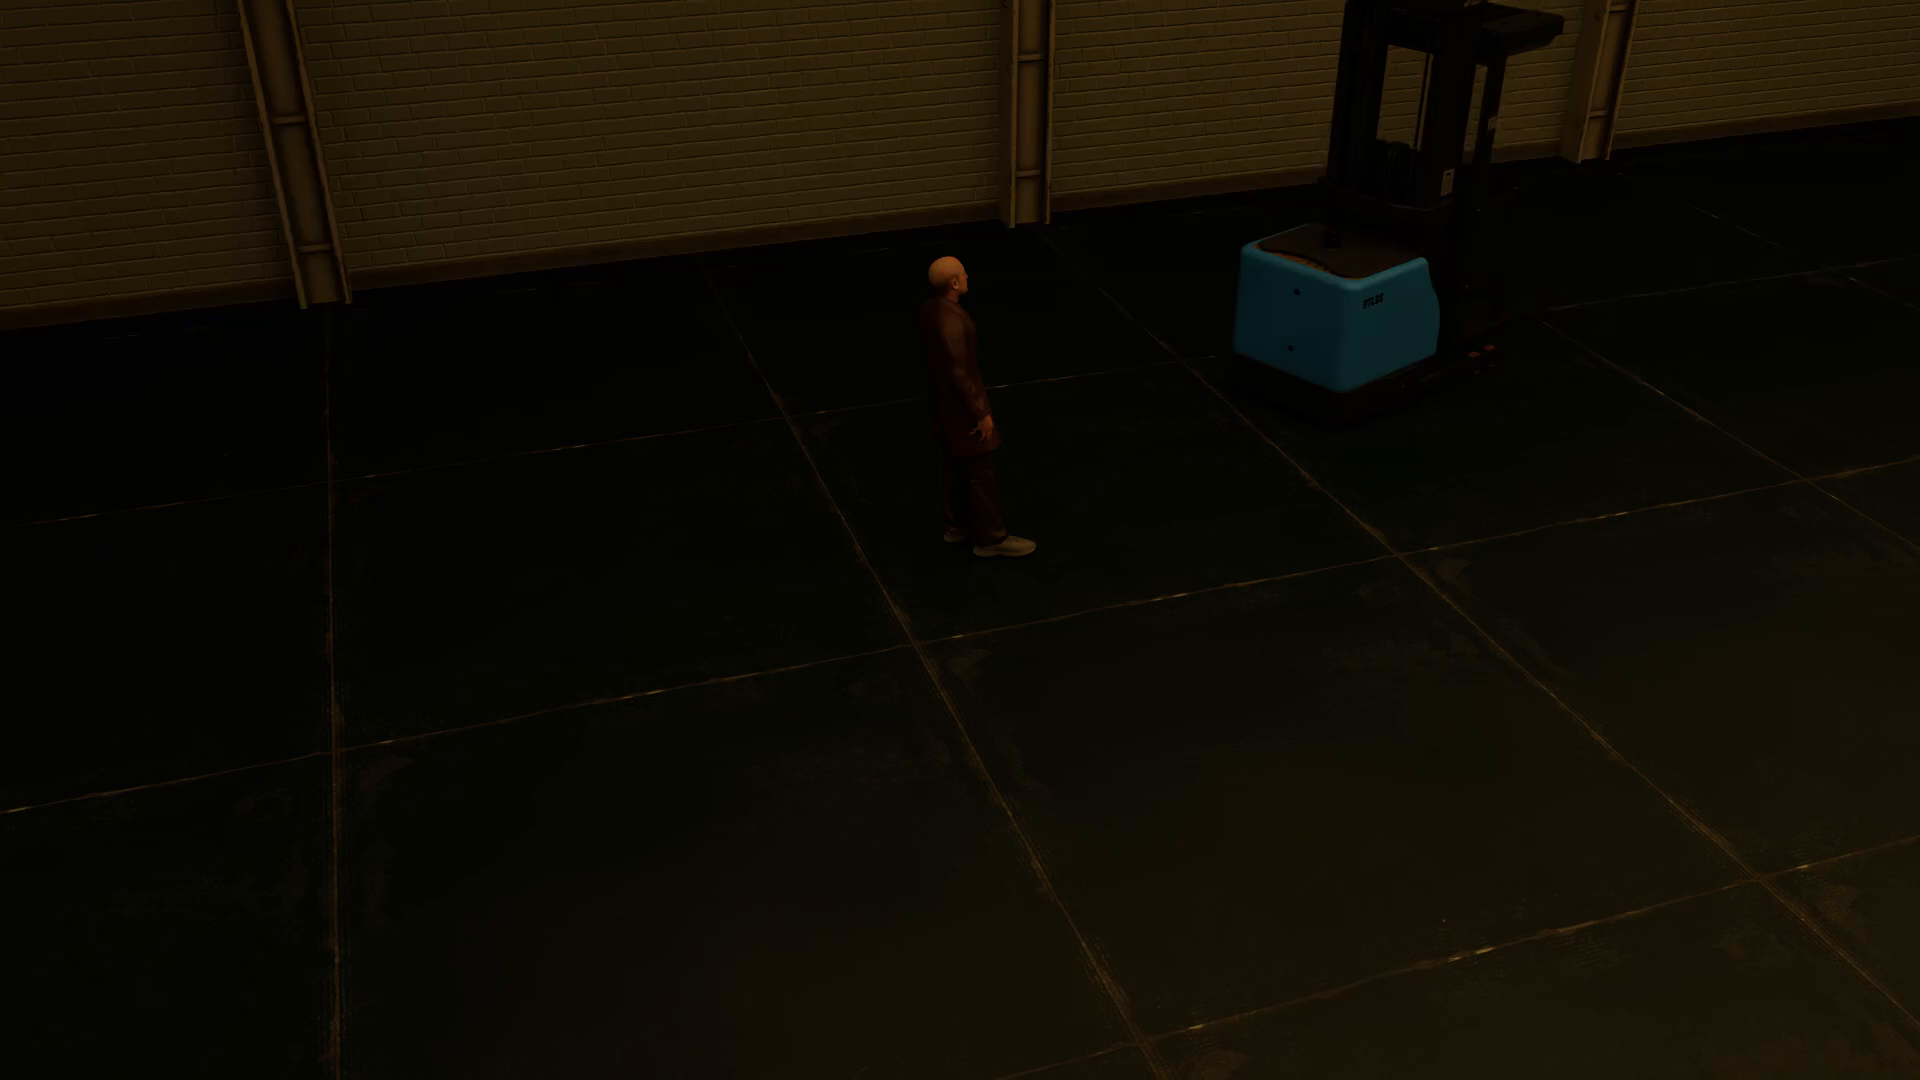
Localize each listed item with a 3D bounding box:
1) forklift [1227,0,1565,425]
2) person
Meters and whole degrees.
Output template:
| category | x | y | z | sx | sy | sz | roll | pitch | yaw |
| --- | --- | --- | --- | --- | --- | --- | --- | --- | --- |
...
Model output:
| category | x | y | z | sx | sy | sz | roll | pitch | yaw |
| --- | --- | --- | --- | --- | --- | --- | --- | --- | --- |
| forklift | 3.353 | -2.654 | 11.699 | 3.031 | 2.935 | 1.130 | -23 | 37 | -34 |
| person | 0.087 | -0.789 | 9.600 | 0.582 | 1.776 | 0.696 | -10 | 31 | -16 |
